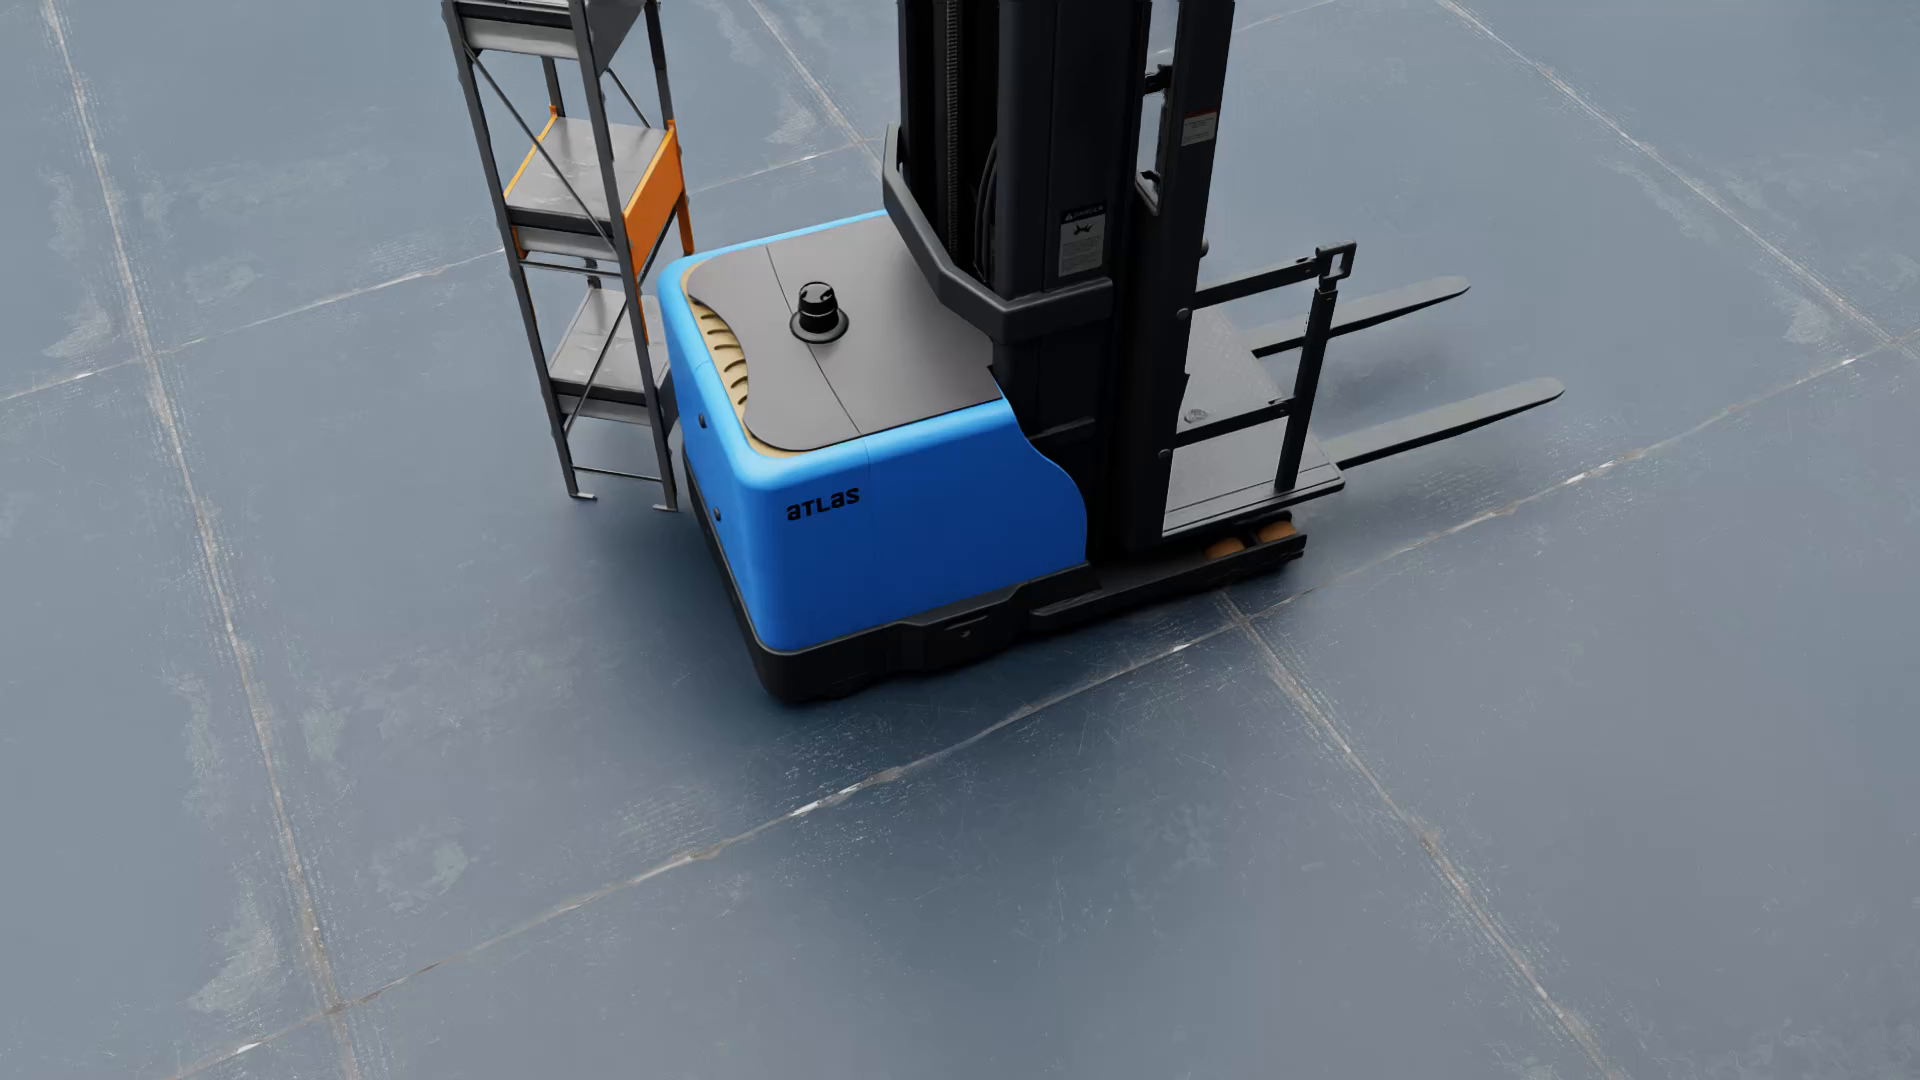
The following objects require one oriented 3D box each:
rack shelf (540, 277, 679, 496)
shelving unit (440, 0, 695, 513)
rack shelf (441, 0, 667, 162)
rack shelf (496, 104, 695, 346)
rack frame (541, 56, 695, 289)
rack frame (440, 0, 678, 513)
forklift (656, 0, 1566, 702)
[{"bbox_3d":[-1.136,-0.531,5.768,0.431,0.518,0.480,9,49,8],"label":"rack shelf"},{"bbox_3d":[-1.137,-1.001,5.230,0.431,2.100,0.503,9,49,8],"label":"shelving unit"},{"bbox_3d":[-1.137,-1.453,4.714,0.431,0.518,0.480,9,49,8],"label":"rack shelf"},{"bbox_3d":[-1.137,-0.992,5.241,0.431,0.518,0.480,9,49,8],"label":"rack shelf"},{"bbox_3d":[-1.087,-1.181,5.388,0.400,2.100,0.015,9,49,8],"label":"rack frame"},{"bbox_3d":[-1.186,-0.821,5.073,0.400,2.100,0.015,9,49,8],"label":"rack frame"},{"bbox_3d":[0.630,-1.171,4.827,3.031,2.935,1.130,-16,51,-14],"label":"forklift"}]
